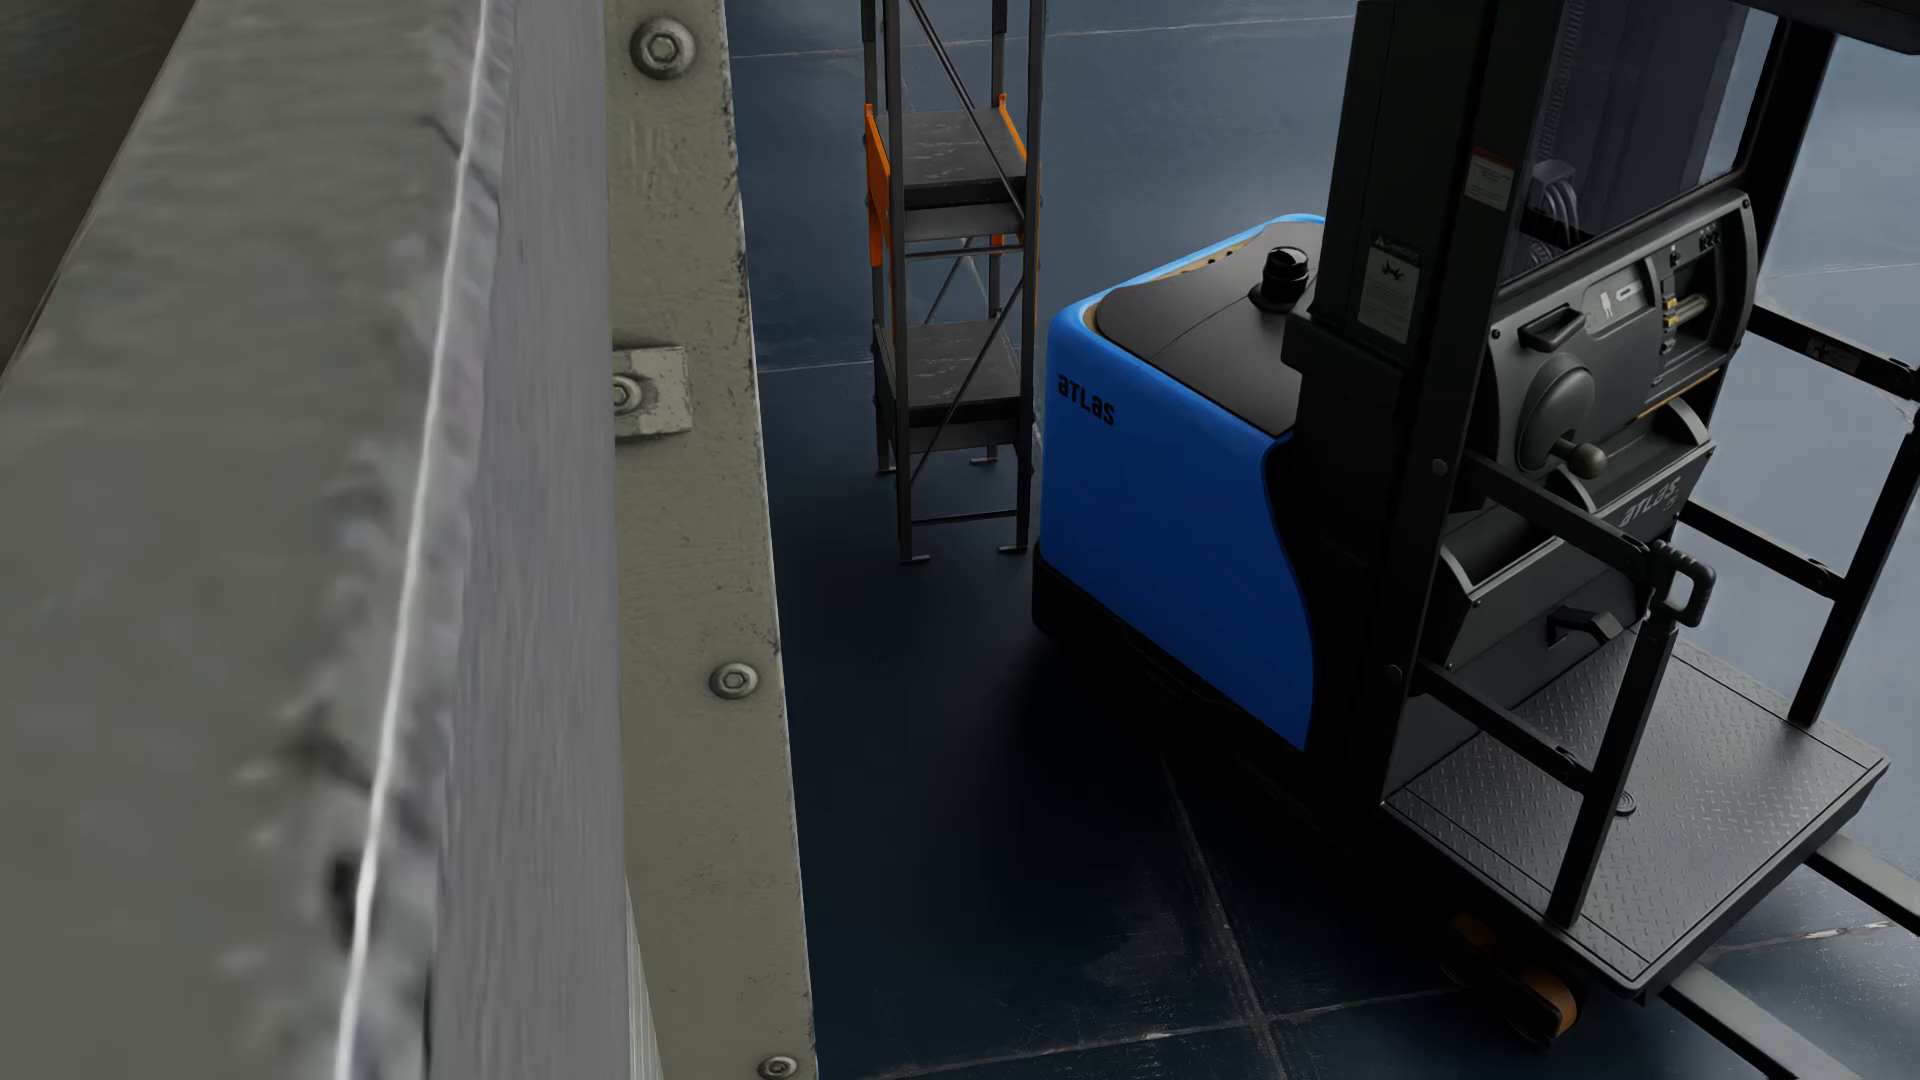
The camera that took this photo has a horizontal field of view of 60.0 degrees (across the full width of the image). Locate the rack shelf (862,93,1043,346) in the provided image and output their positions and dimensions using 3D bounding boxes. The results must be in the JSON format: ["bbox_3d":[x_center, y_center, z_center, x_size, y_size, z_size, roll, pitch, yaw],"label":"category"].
[{"bbox_3d":[-0.029,-0.918,4.743,0.431,0.518,0.480,-6,38,-8],"label":"rack shelf"}]

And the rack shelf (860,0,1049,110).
[{"bbox_3d":[-0.029,-1.471,4.313,0.431,0.518,0.480,-6,38,-8],"label":"rack shelf"}]

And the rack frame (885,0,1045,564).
[{"bbox_3d":[0.014,-0.782,4.545,0.400,2.100,0.015,-6,38,-8],"label":"rack frame"}]

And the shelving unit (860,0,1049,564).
[{"bbox_3d":[-0.029,-0.929,4.735,0.431,2.100,0.503,-6,38,-8],"label":"shelving unit"}]

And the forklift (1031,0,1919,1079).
[{"bbox_3d":[1.523,-0.370,3.337,1.130,2.935,3.031,-26,45,-30],"label":"forklift"}]

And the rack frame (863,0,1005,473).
[{"bbox_3d":[-0.072,-1.077,4.924,0.400,2.100,0.015,-6,38,-8],"label":"rack frame"}]

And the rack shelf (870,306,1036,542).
[{"bbox_3d":[-0.029,-0.366,5.172,0.431,0.518,0.480,-6,38,-8],"label":"rack shelf"}]

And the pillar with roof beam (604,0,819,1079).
[{"bbox_3d":[3.768,-2.785,1.500,9.100,9.000,0.400,-6,38,-8],"label":"pillar with roof beam"}]
